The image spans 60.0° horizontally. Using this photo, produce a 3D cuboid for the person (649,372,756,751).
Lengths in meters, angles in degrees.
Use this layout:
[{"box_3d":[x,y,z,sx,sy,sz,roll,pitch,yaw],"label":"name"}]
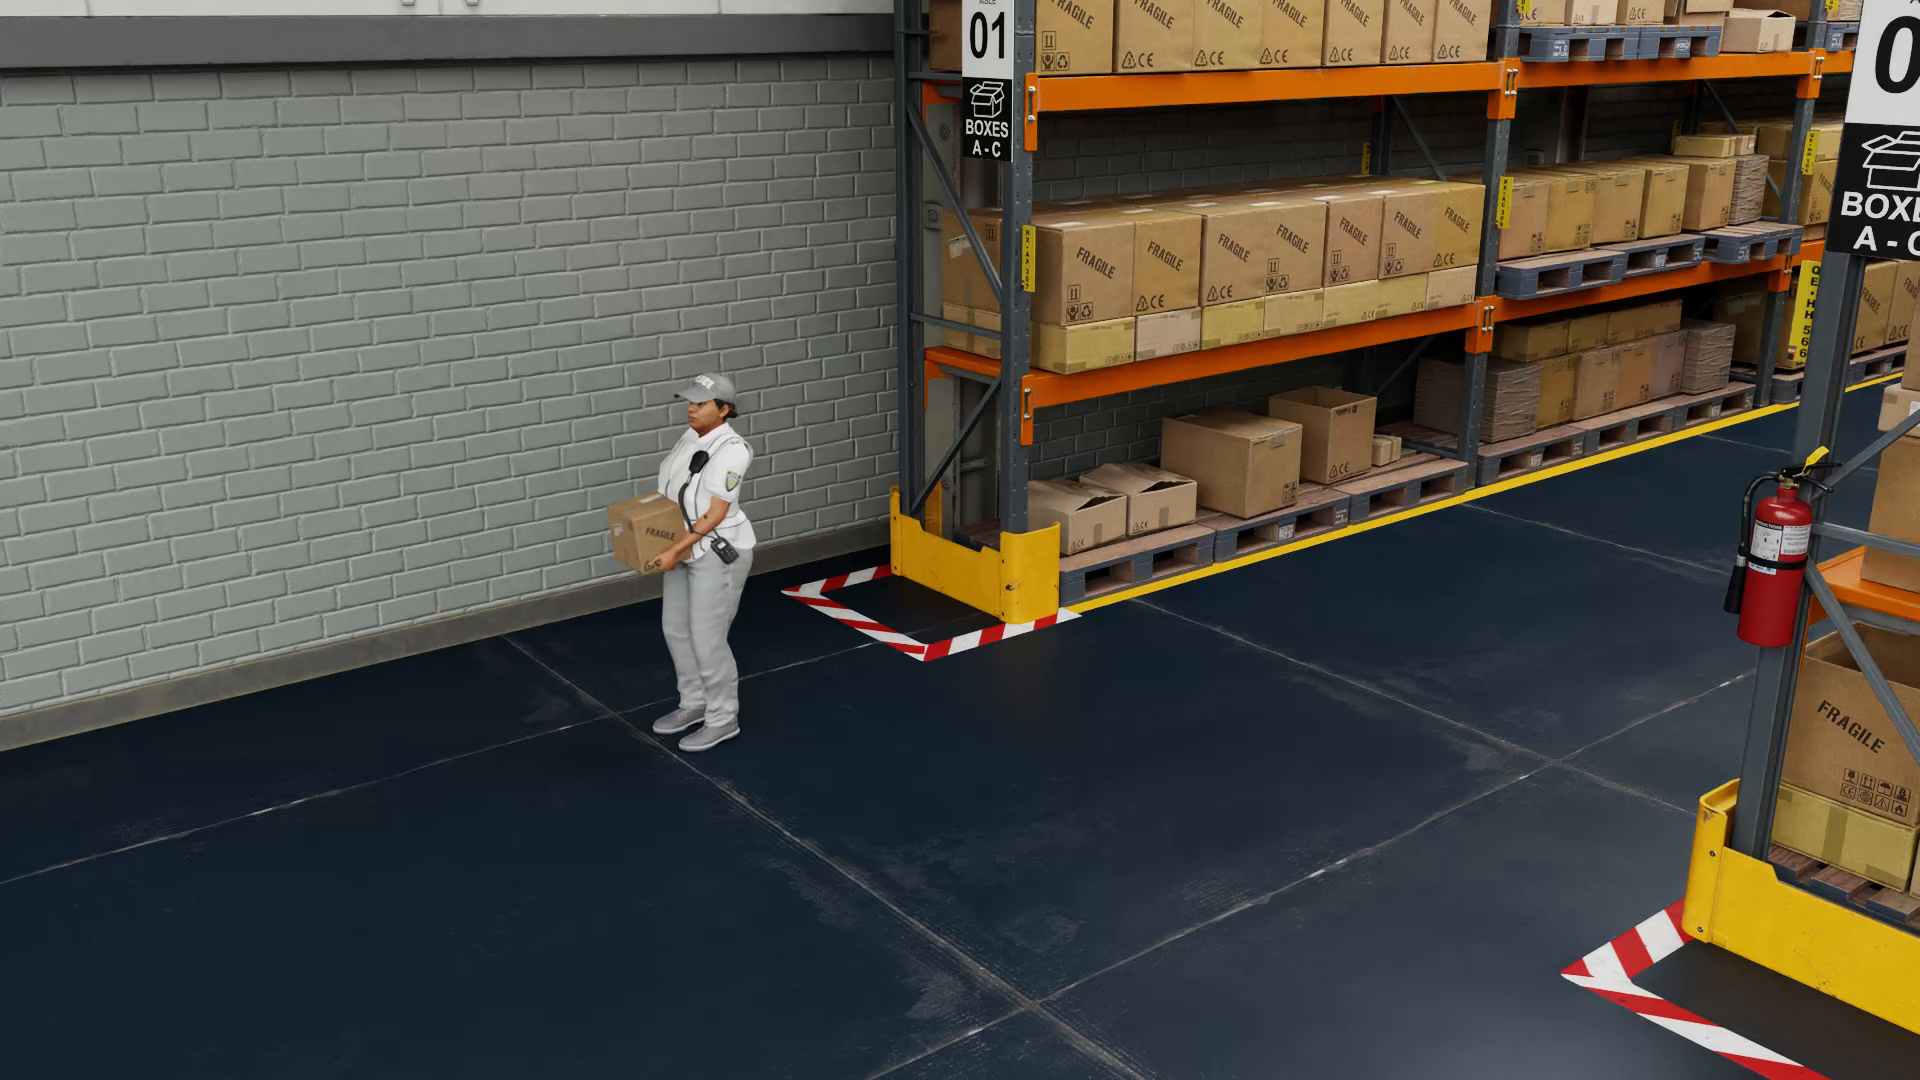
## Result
[{"box_3d":[-1.174,0.091,7.282,0.541,1.653,0.453,-13,22,-36],"label":"person"}]
